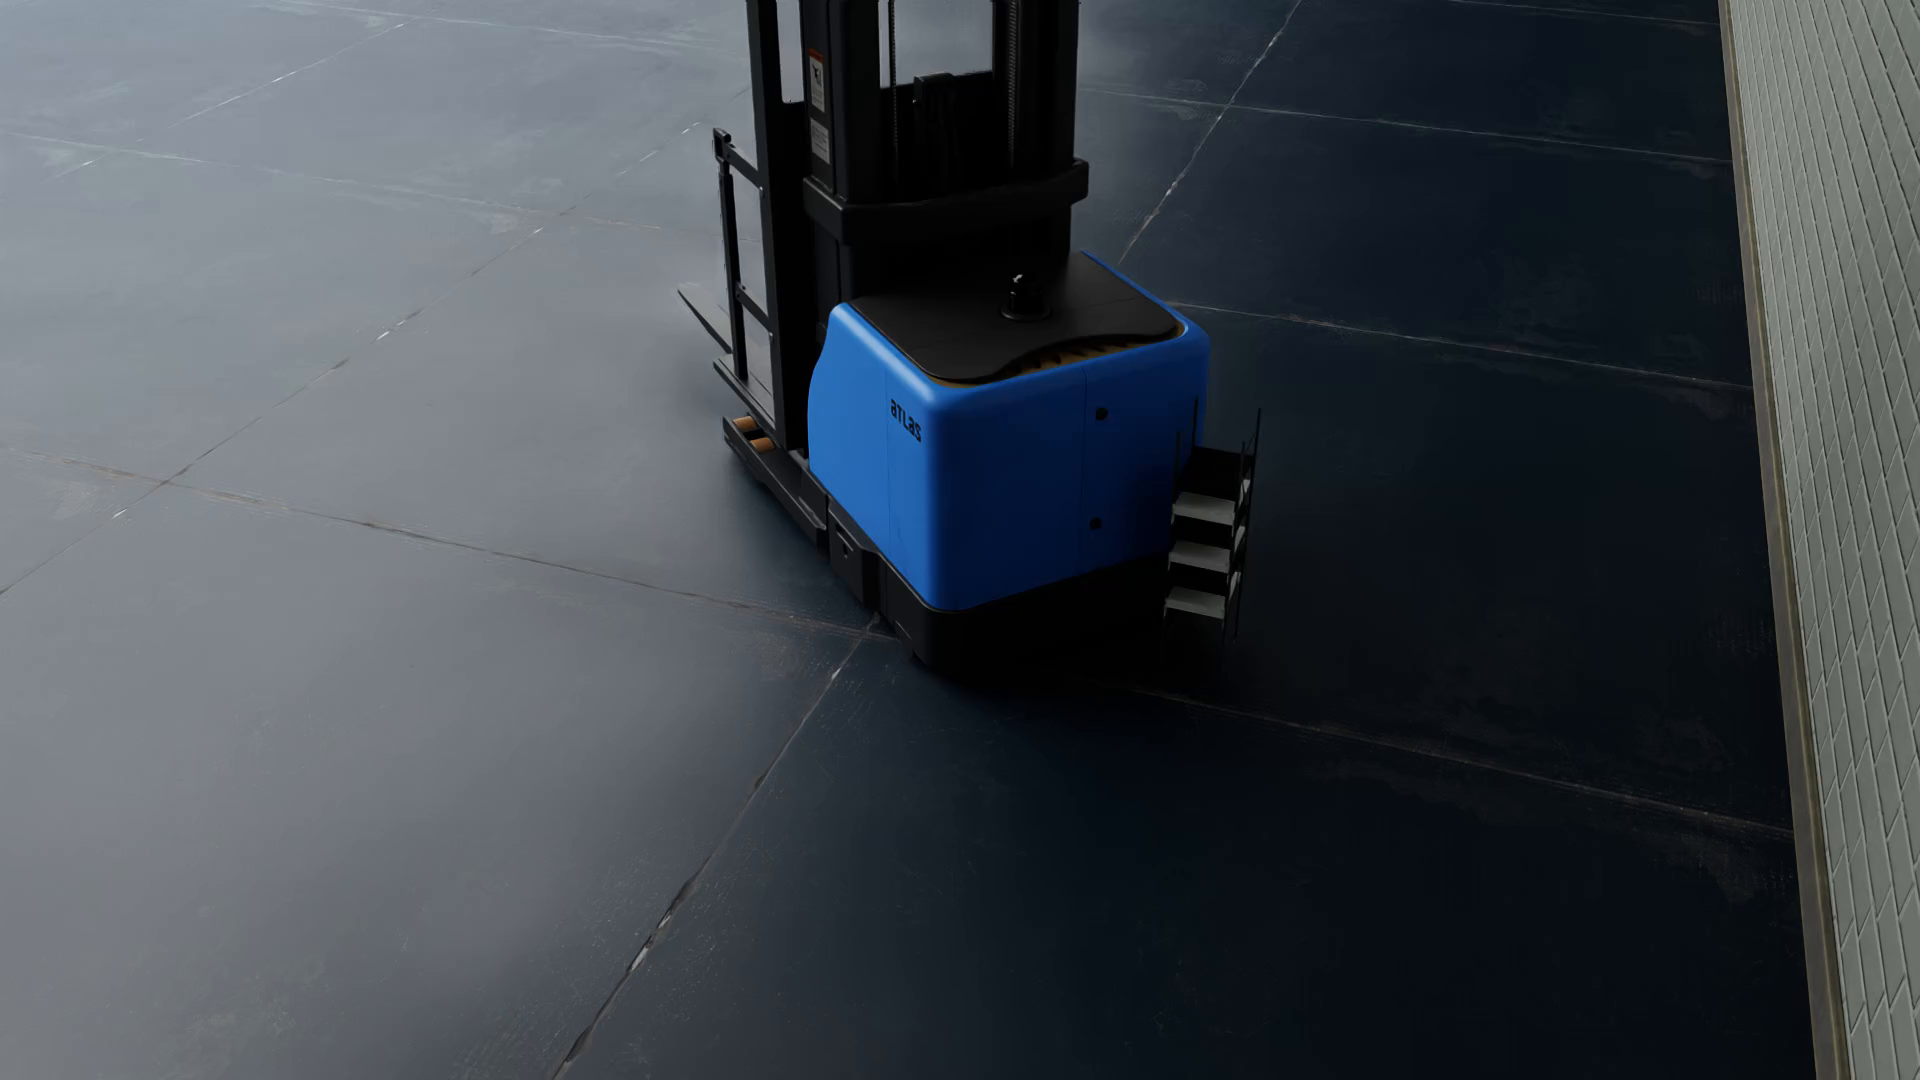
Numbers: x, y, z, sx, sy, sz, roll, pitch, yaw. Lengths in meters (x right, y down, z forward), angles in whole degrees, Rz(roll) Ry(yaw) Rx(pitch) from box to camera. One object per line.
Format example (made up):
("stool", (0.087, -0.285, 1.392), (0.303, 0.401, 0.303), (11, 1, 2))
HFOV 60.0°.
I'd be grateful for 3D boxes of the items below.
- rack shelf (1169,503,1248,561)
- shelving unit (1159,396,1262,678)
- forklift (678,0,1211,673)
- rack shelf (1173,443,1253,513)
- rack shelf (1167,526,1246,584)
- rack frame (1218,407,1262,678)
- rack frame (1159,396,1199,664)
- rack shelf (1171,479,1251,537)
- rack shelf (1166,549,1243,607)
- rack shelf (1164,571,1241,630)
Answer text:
("rack shelf", (0.810, -0.048, 5.390), (0.200, 0.077, 0.258), (12, 35, 18))
("shelving unit", (0.811, -0.001, 5.421), (0.210, 0.900, 0.258), (12, 35, 18))
("forklift", (-0.305, -1.574, 5.986), (1.130, 2.935, 3.031), (-16, 36, -23))
("rack shelf", (0.810, -0.200, 5.293), (0.200, 0.077, 0.258), (12, 35, 18))
("rack shelf", (0.811, 0.027, 5.439), (0.200, 0.077, 0.258), (12, 35, 18))
("rack frame", (0.905, 0.019, 5.390), (0.006, 0.900, 0.240), (12, 35, 18))
("rack frame", (0.716, -0.021, 5.452), (0.006, 0.900, 0.240), (12, 35, 18))
("rack shelf", (0.810, -0.124, 5.341), (0.200, 0.077, 0.258), (12, 35, 18))
("rack shelf", (0.811, 0.103, 5.488), (0.200, 0.077, 0.258), (12, 35, 18))
("rack shelf", (0.811, 0.178, 5.537), (0.200, 0.077, 0.258), (12, 35, 18))
